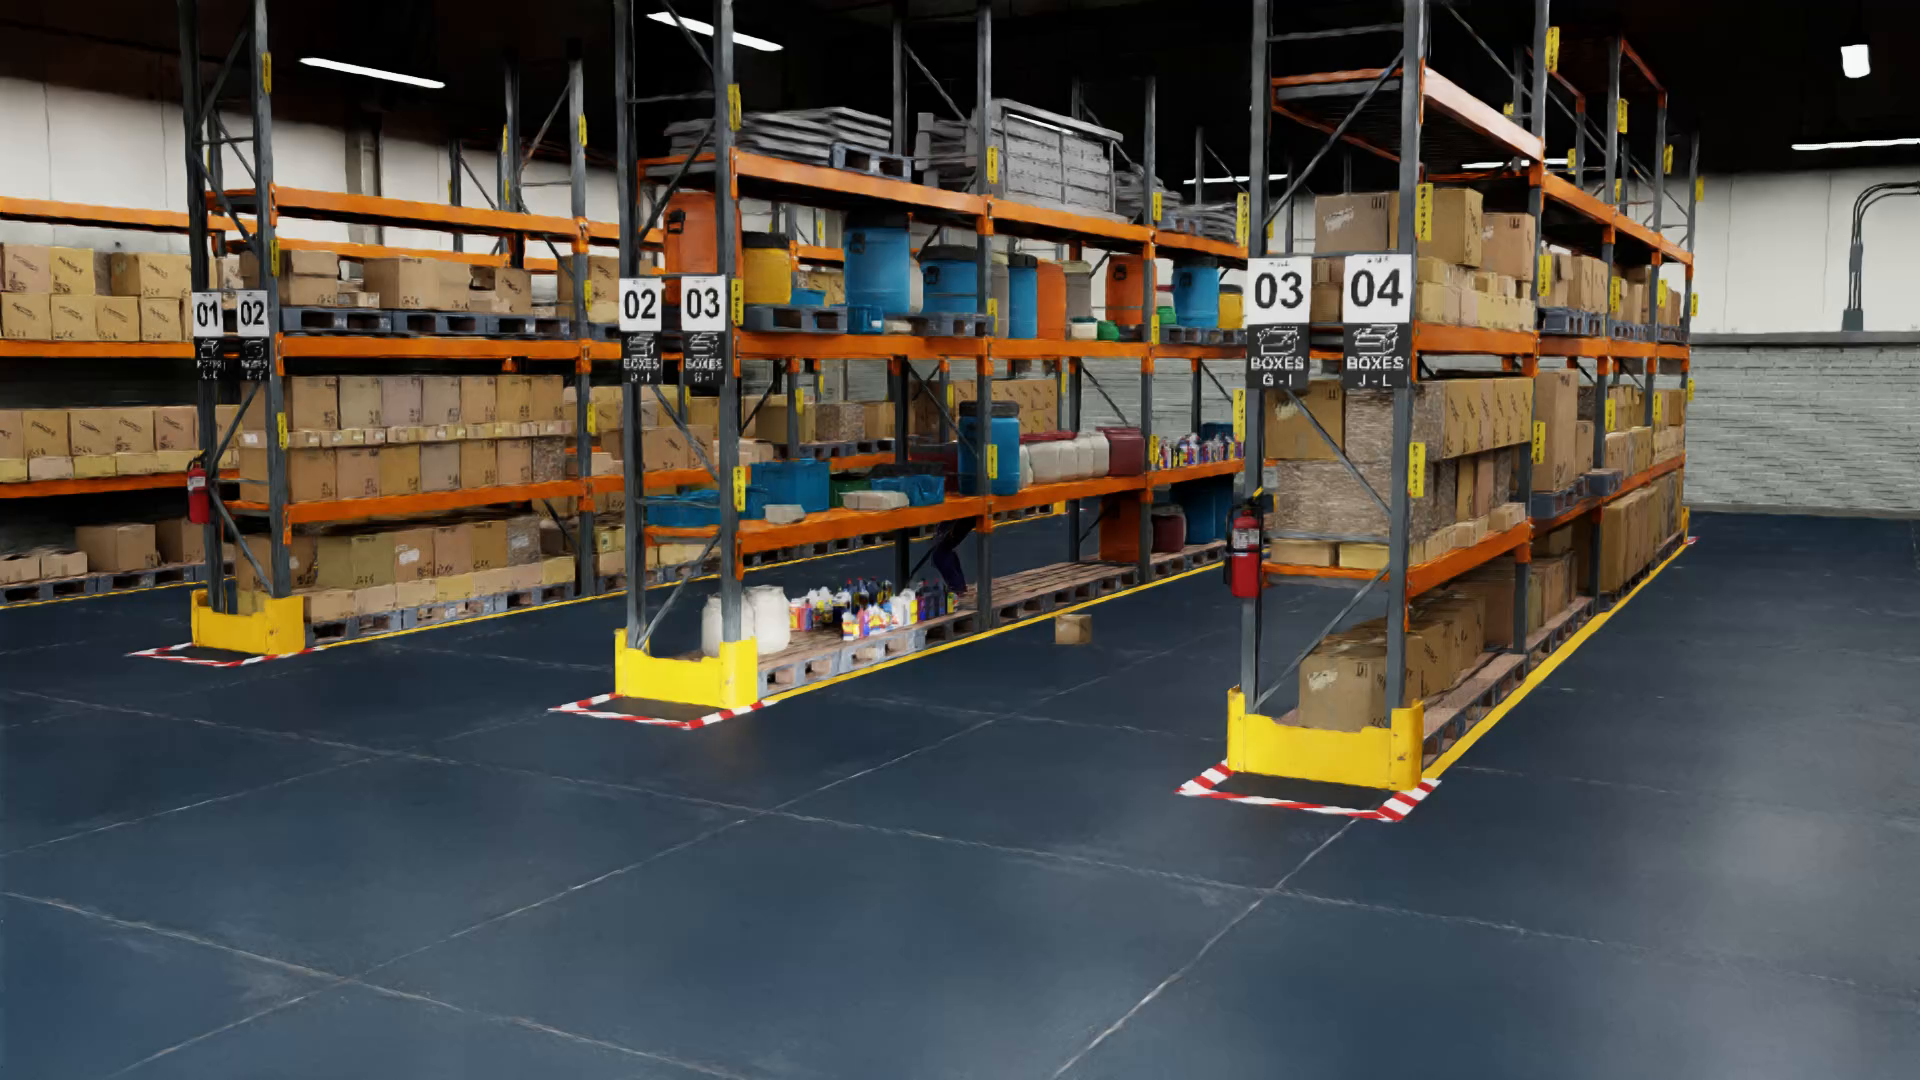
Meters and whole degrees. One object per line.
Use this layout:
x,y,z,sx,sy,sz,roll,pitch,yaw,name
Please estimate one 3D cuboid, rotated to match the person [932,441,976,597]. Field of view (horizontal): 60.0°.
-0.073,-0.212,16.901,0.434,1.567,0.503,2,6,19,person
